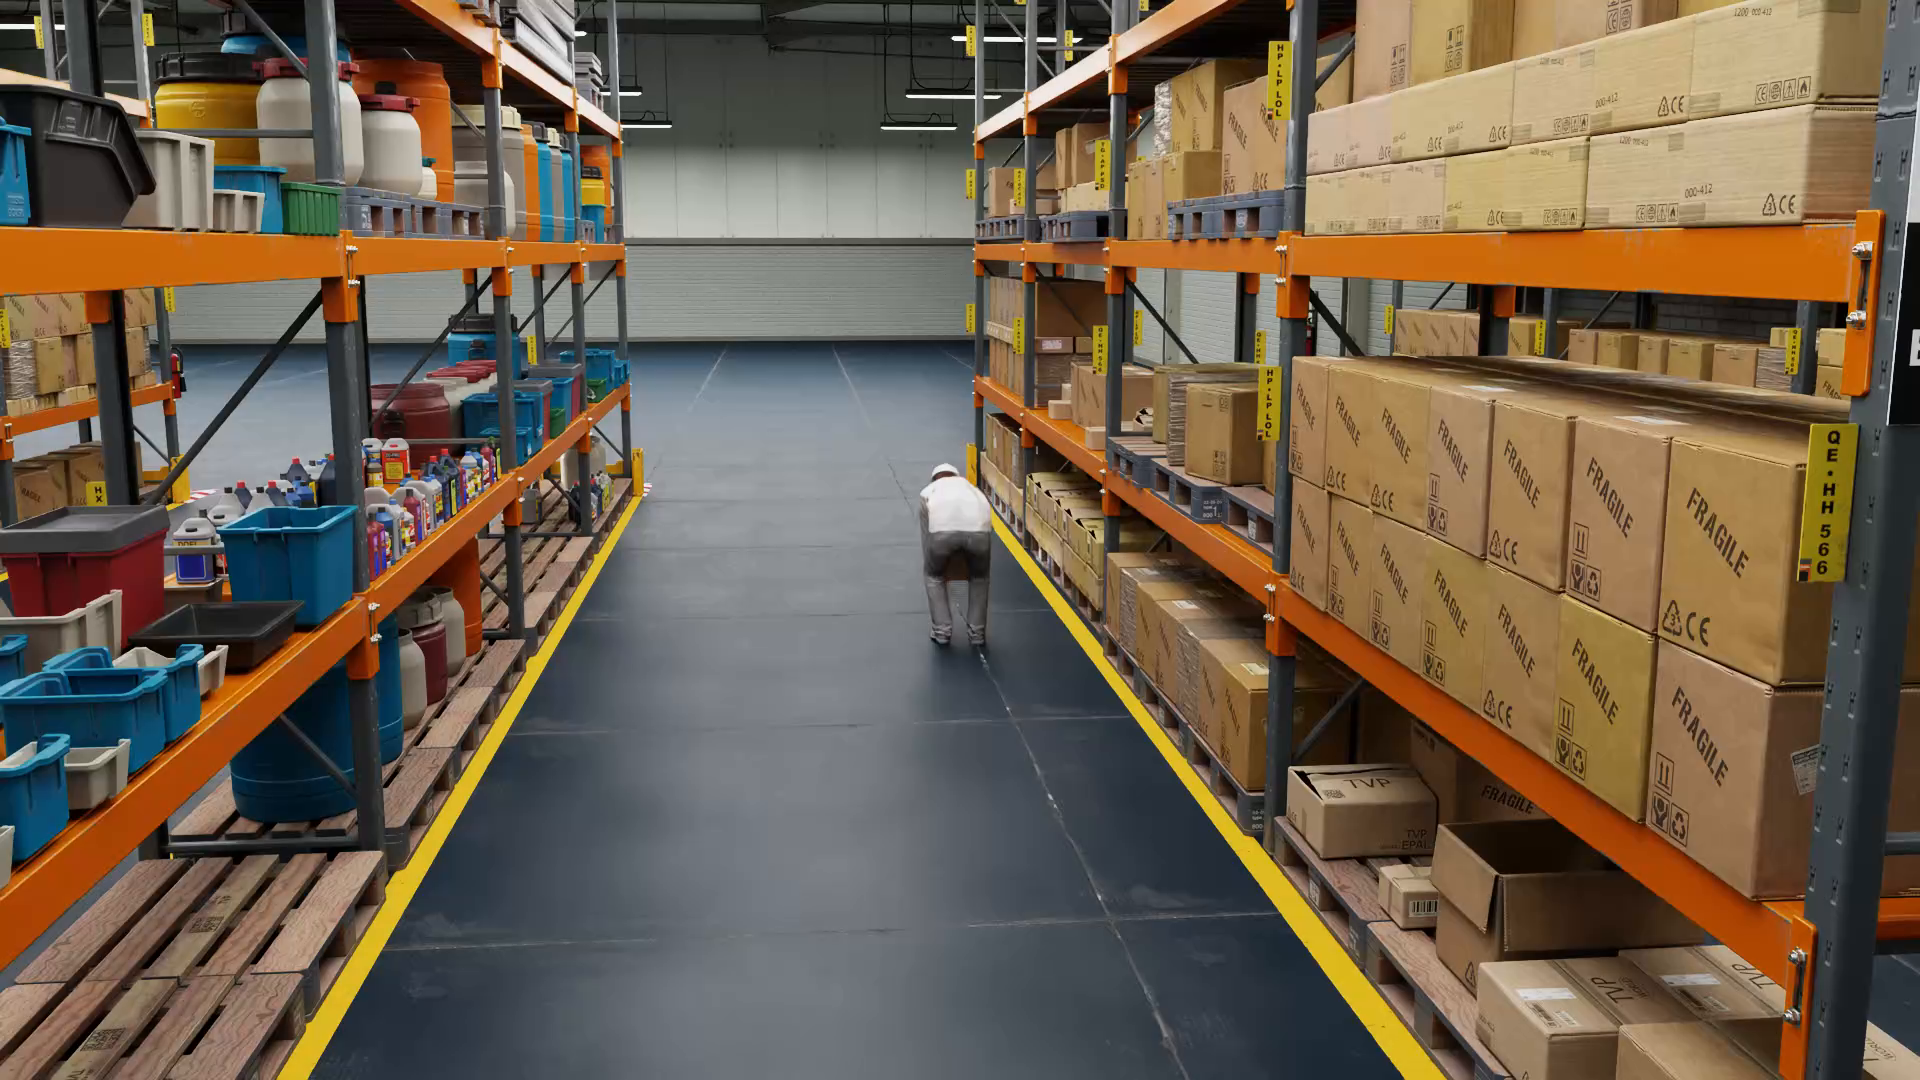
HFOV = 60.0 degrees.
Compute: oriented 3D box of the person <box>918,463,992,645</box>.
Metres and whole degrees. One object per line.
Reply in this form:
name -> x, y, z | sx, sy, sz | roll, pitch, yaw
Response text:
person -> -0.044, 0.097, 11.932 | 0.483, 1.202, 0.980 | -1, 10, -8
